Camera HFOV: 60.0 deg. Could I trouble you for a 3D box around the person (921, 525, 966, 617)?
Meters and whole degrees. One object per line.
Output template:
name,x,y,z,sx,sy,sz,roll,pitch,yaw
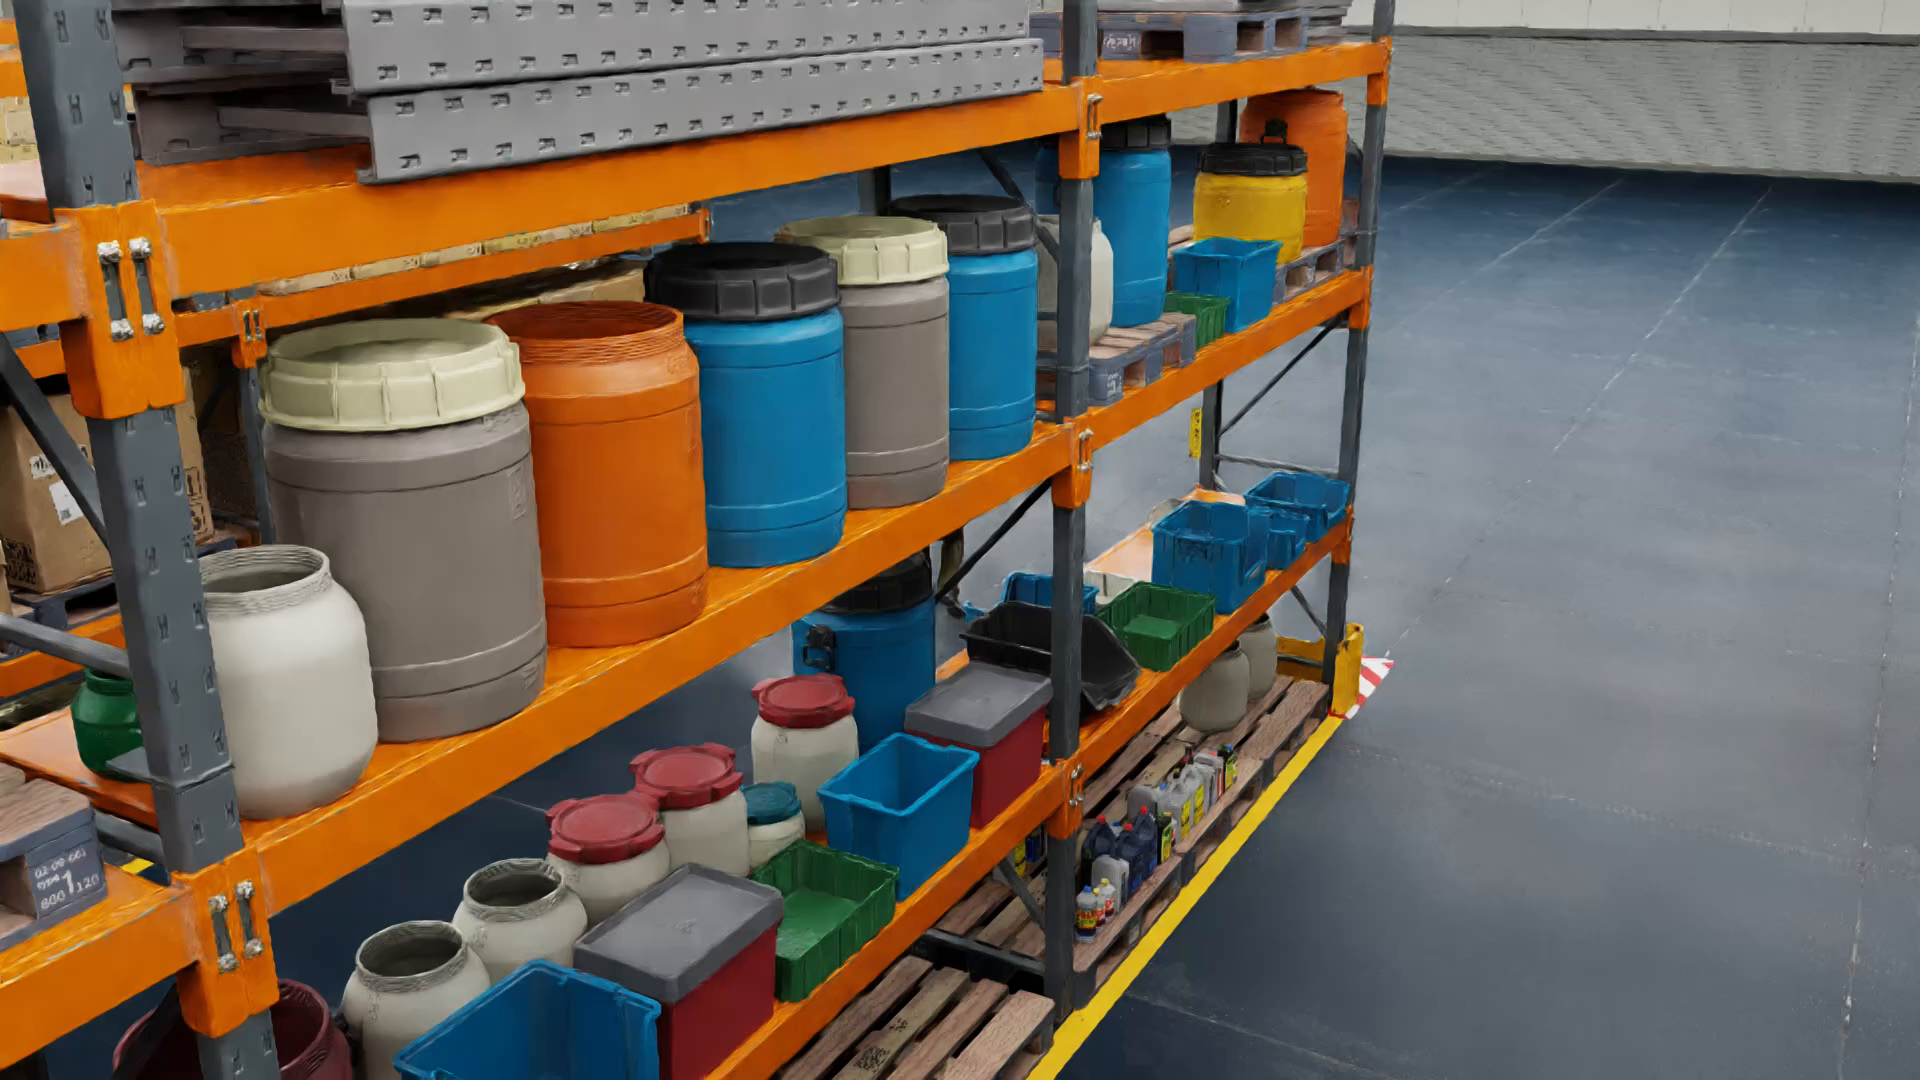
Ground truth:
person,-0.253,-0.265,11.907,0.766,1.744,0.530,7,20,18
